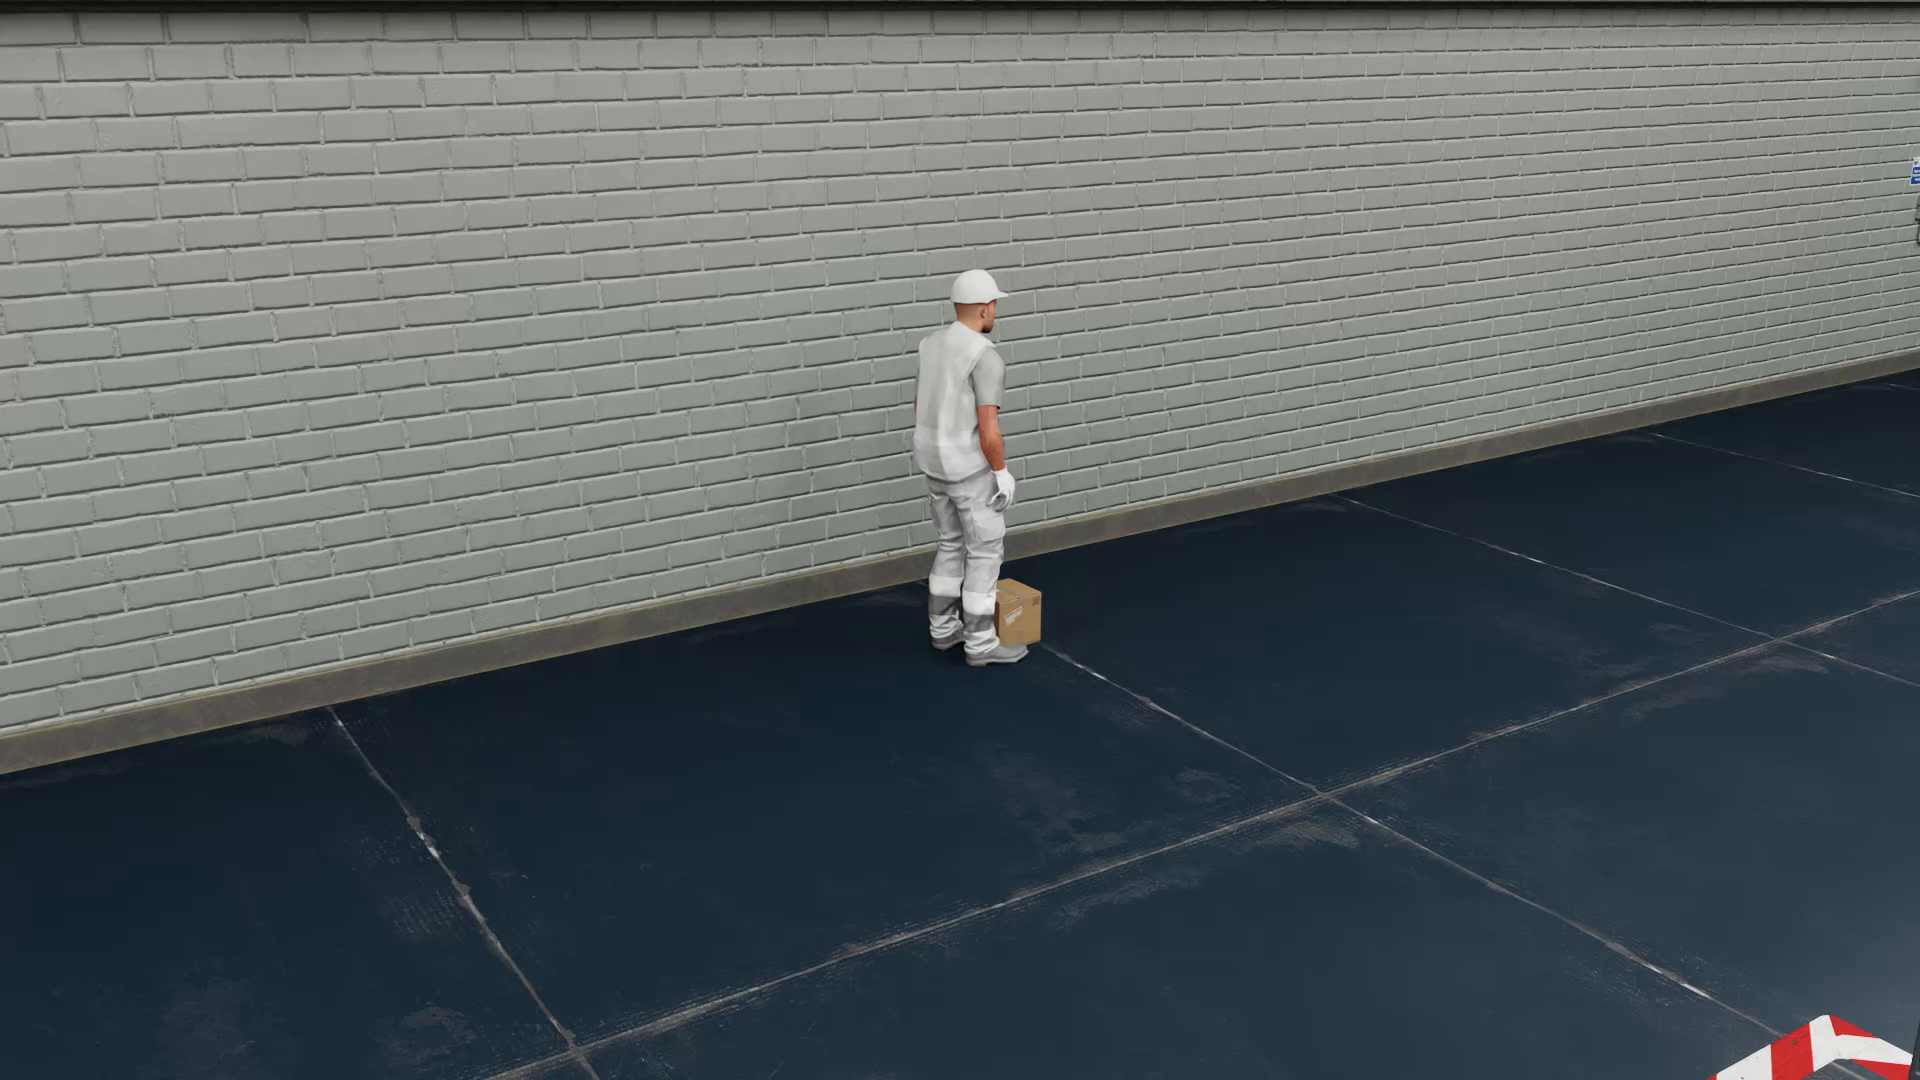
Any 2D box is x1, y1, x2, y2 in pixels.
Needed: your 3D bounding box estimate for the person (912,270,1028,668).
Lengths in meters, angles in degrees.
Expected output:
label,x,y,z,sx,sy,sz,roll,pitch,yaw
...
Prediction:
label,x,y,z,sx,sy,sz,roll,pitch,yaw
person,0.033,-0.327,7.547,0.454,1.777,0.606,-12,22,-34
